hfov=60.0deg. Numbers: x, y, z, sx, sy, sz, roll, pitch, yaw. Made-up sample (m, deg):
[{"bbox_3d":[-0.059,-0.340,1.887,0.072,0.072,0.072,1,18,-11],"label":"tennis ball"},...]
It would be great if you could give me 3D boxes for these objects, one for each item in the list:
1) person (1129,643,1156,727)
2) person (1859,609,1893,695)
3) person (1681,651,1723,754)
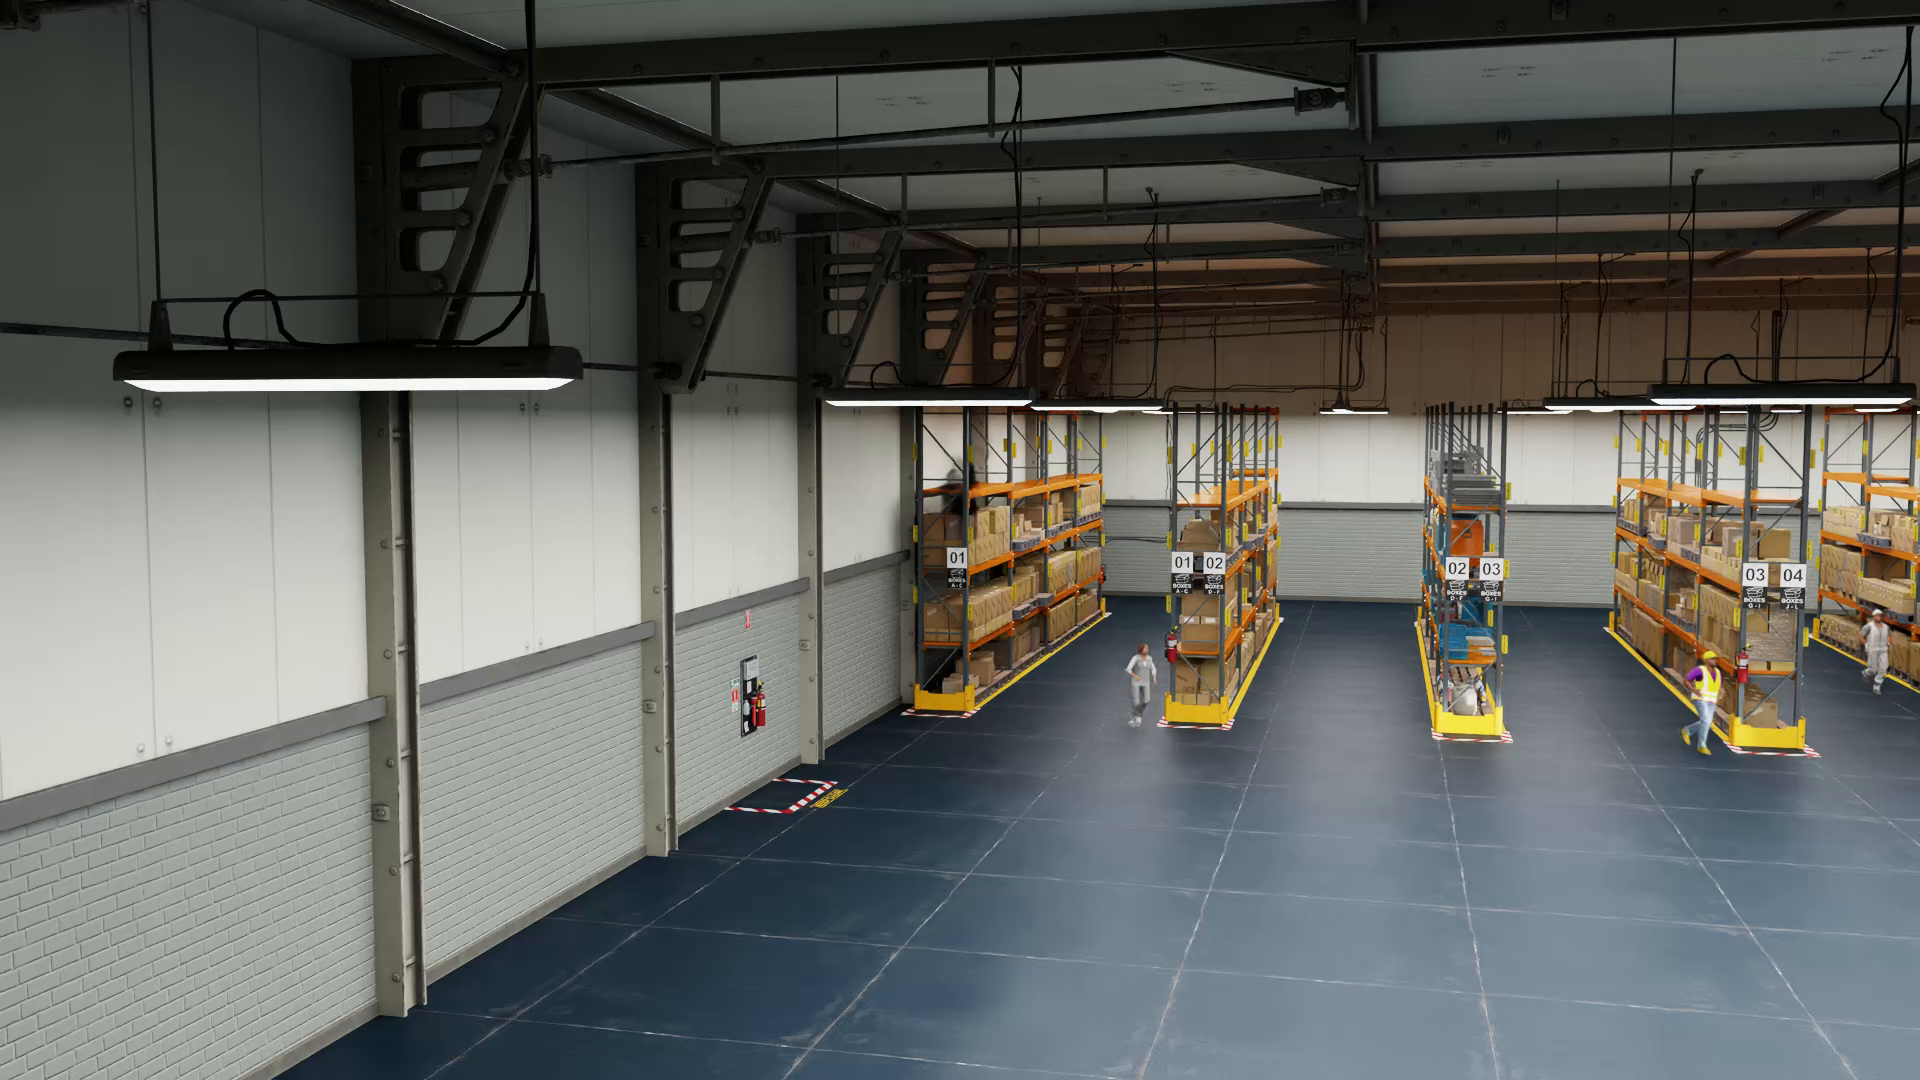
[{"bbox_3d":[1.988,2.487,33.236,2.036,1.556,6.208,-1,4,-14],"label":"person"},{"bbox_3d":[18.995,2.308,34.487,0.640,1.749,0.704,0,4,7],"label":"person"},{"bbox_3d":[12.795,2.770,28.607,0.746,1.732,0.765,-1,4,-17],"label":"person"}]
